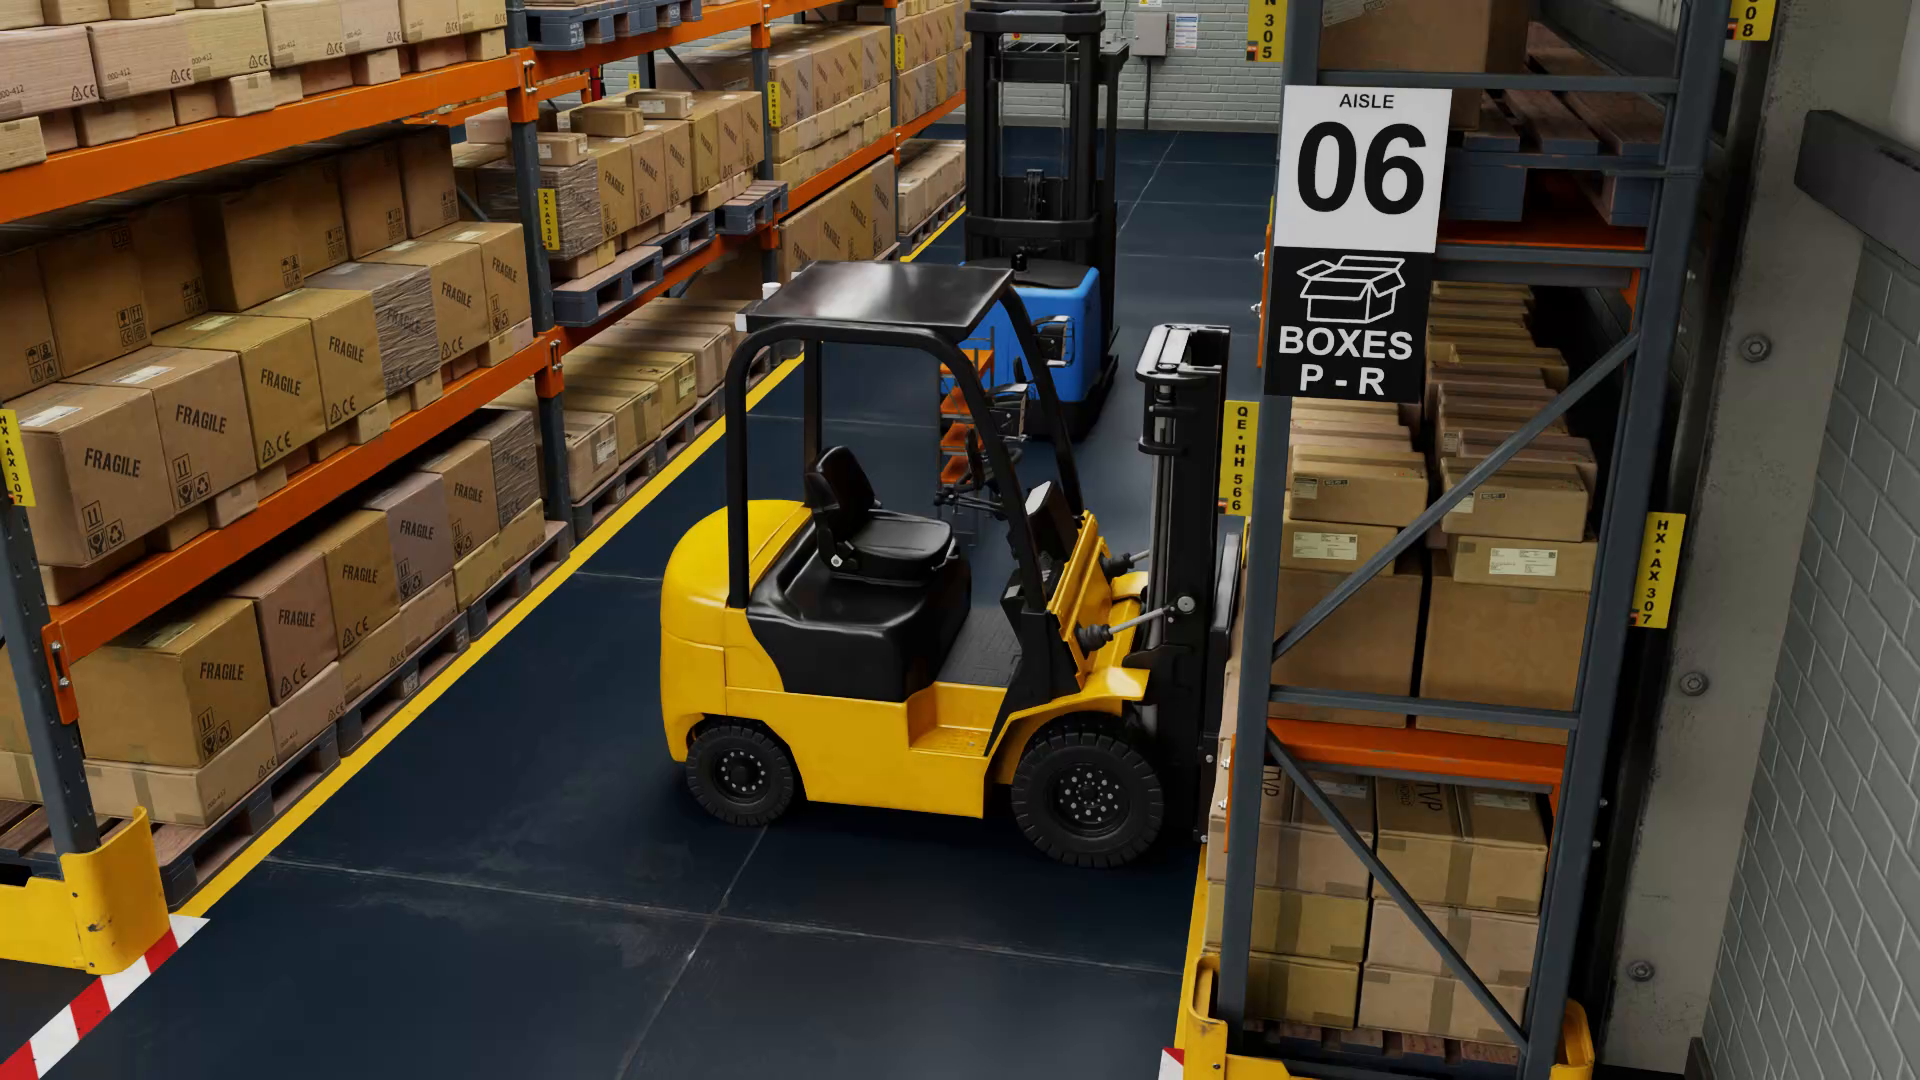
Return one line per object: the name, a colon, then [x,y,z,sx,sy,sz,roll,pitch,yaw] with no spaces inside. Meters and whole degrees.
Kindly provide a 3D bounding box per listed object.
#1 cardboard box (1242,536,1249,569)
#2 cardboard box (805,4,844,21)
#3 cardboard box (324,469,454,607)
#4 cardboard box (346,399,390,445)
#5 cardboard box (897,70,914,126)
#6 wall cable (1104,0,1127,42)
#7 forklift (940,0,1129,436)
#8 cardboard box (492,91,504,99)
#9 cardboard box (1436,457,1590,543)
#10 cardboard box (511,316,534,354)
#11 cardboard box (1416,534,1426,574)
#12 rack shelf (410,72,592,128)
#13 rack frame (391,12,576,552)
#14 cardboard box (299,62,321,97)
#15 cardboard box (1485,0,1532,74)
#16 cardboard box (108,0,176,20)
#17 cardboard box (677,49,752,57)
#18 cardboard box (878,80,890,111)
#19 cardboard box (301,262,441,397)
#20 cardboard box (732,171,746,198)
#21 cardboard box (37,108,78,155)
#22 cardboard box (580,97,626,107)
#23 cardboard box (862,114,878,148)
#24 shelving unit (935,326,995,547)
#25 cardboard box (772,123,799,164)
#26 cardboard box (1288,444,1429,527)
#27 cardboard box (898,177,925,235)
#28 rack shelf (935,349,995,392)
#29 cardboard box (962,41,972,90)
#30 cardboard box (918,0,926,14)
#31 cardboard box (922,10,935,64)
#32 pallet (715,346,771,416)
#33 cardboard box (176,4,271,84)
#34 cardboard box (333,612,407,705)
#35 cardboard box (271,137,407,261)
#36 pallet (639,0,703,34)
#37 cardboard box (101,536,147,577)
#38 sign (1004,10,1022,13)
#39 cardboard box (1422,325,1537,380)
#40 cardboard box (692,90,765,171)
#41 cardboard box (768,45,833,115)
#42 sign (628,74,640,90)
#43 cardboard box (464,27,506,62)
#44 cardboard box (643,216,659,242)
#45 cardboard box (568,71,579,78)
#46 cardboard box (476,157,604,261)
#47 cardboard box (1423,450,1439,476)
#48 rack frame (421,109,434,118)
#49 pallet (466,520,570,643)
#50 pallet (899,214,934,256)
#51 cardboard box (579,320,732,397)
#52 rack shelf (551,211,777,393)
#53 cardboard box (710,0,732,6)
cardboard box: [1.494,0.150,7.246,0.500,0.250,0.500,5,23,13]
cardboard box: [-1.372,-5.240,16.508,0.380,0.149,0.250,4,22,10]
cardboard box: [-2.819,-0.024,8.012,0.500,0.500,0.500,6,23,14]
cardboard box: [-2.825,-0.549,7.537,0.380,0.149,0.250,5,22,11]
cardboard box: [-0.771,-4.490,16.853,0.500,0.500,0.500,5,23,13]
wall cable: [2.212,-8.186,24.804,0.588,1.984,0.122,4,22,11]
forklift: [0.632,-2.597,12.379,1.130,2.935,3.031,4,22,11]
cardboard box: [-5.390,-5.080,18.787,0.380,0.149,0.250,5,23,13]
cardboard box: [1.566,-0.118,4.731,0.380,0.149,0.250,4,22,10]
cardboard box: [-2.523,-1.109,8.928,0.380,0.149,0.250,4,22,10]
cardboard box: [1.746,0.075,5.518,0.500,0.500,0.500,5,23,13]
rack shelf: [-5.582,-5.030,19.291,1.077,0.370,4.000,4,22,11]
rack frame: [-2.755,-1.366,9.230,1.000,3.000,0.127,4,22,11]
cardboard box: [-2.930,-1.944,6.987,0.380,0.149,0.250,4,22,10]
cardboard box: [1.447,-1.753,5.345,0.700,0.500,0.500,5,22,11]
cardboard box: [-3.028,-1.929,5.881,0.380,0.149,0.250,4,22,11]
cardboard box: [-1.993,-3.736,13.644,0.500,0.500,0.500,5,22,12]
cardboard box: [-0.975,-4.274,15.983,0.500,0.250,0.500,4,22,11]
cardboard box: [-2.802,-0.990,7.765,0.500,0.500,0.500,5,22,12]
cardboard box: [-1.767,-2.570,11.994,0.380,0.149,0.250,4,22,10]
cardboard box: [-3.220,-1.377,5.580,0.380,0.149,0.250,4,22,9]
cardboard box: [-2.357,-2.870,11.871,0.500,0.500,0.500,6,23,14]
cardboard box: [-1.073,-3.853,15.606,0.500,0.250,0.500,4,22,10]
shelving unit: [0.034,-0.617,9.780,0.258,1.200,0.503,4,22,11]
cardboard box: [-1.594,-3.158,13.211,0.500,0.250,0.500,4,22,11]
cardboard box: [1.155,-0.158,4.832,0.380,0.149,0.250,5,22,11]
cardboard box: [-0.890,-3.520,17.445,0.875,0.438,0.875,4,22,10]
rack shelf: [0.034,-0.982,9.633,0.258,0.148,0.480,4,22,11]
cardboard box: [-0.146,-5.605,19.620,0.500,0.500,0.500,5,22,11]
cardboard box: [-0.564,-5.571,17.332,0.380,0.149,0.250,4,22,9]
cardboard box: [-0.564,-5.328,17.597,0.500,0.500,0.500,5,22,12]
pallet: [-2.100,-1.250,12.674,1.003,0.211,1.213,4,22,11]
cardboard box: [-3.015,-1.901,6.346,0.500,0.250,0.500,5,22,12]
cardboard box: [-2.926,0.517,7.673,0.500,0.250,0.500,6,23,15]
cardboard box: [-3.183,-1.685,8.151,0.700,0.500,0.500,5,22,11]
pallet: [-2.317,-3.268,10.188,1.213,0.211,1.003,4,22,11]
cardboard box: [-3.262,0.011,6.146,0.380,0.149,0.250,5,22,12]
sign: [0.786,-7.970,25.266,0.327,0.218,0.001,4,22,11]
cardboard box: [1.910,-0.681,6.130,0.380,0.149,0.250,5,22,11]
cardboard box: [-1.760,-3.021,12.245,0.500,0.500,0.500,4,22,9]
cardboard box: [-1.387,-3.871,13.978,0.500,0.500,0.500,5,22,12]
sign: [-2.483,-3.407,12.748,0.100,0.325,0.005,4,22,11]
cardboard box: [-2.521,-2.502,8.372,0.380,0.149,0.250,5,22,11]
cardboard box: [-2.145,-2.004,10.588,0.380,0.149,0.250,5,22,11]
cardboard box: [-4.963,-5.838,20.670,0.380,0.149,0.250,4,22,11]
cardboard box: [-2.379,-1.895,9.449,0.500,0.500,0.500,5,22,12]
cardboard box: [1.658,-0.165,5.246,0.380,0.149,0.250,4,22,10]
rack frame: [-5.990,-4.632,17.340,1.000,3.000,0.127,4,22,11]
pallet: [-2.858,0.176,9.135,1.003,0.211,1.213,4,22,11]
pallet: [-0.891,-3.270,17.692,1.003,0.211,1.213,4,22,11]
cardboard box: [-2.207,-1.328,12.092,0.950,0.372,0.625,4,22,10]
rack shelf: [-2.347,-1.764,11.181,1.077,0.370,4.000,4,22,11]
cardboard box: [-1.841,-3.881,11.796,0.380,0.149,0.250,4,22,11]
